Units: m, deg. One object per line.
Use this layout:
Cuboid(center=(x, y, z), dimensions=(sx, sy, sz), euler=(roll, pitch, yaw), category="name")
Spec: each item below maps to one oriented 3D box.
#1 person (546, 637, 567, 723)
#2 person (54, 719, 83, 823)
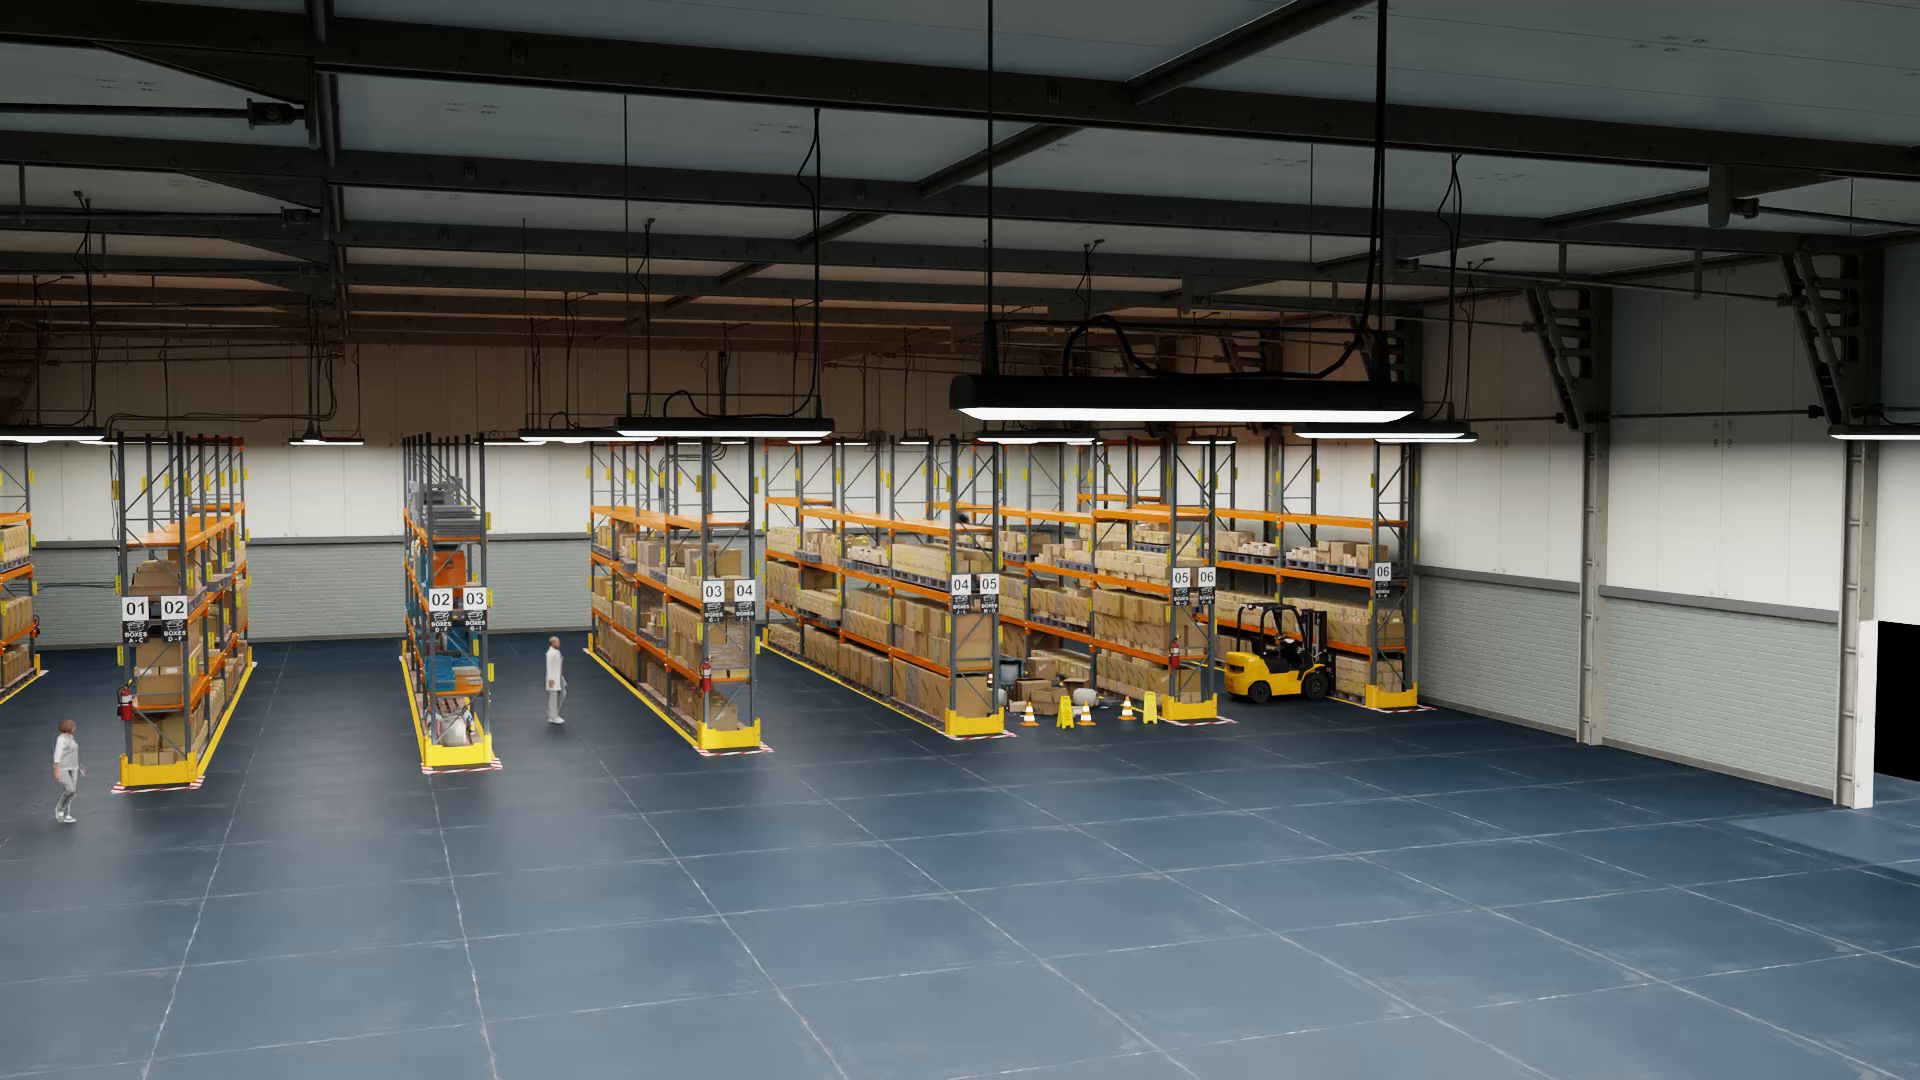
Cuboid(center=(-8.479, 2.925, 34.770), dimensions=(0.475, 1.812, 0.685), euler=(0, 3, 3), category="person")
Cuboid(center=(-13.563, 3.511, 25.288), dimensions=(0.435, 1.593, 0.498), euler=(1, 3, 18), category="person")
